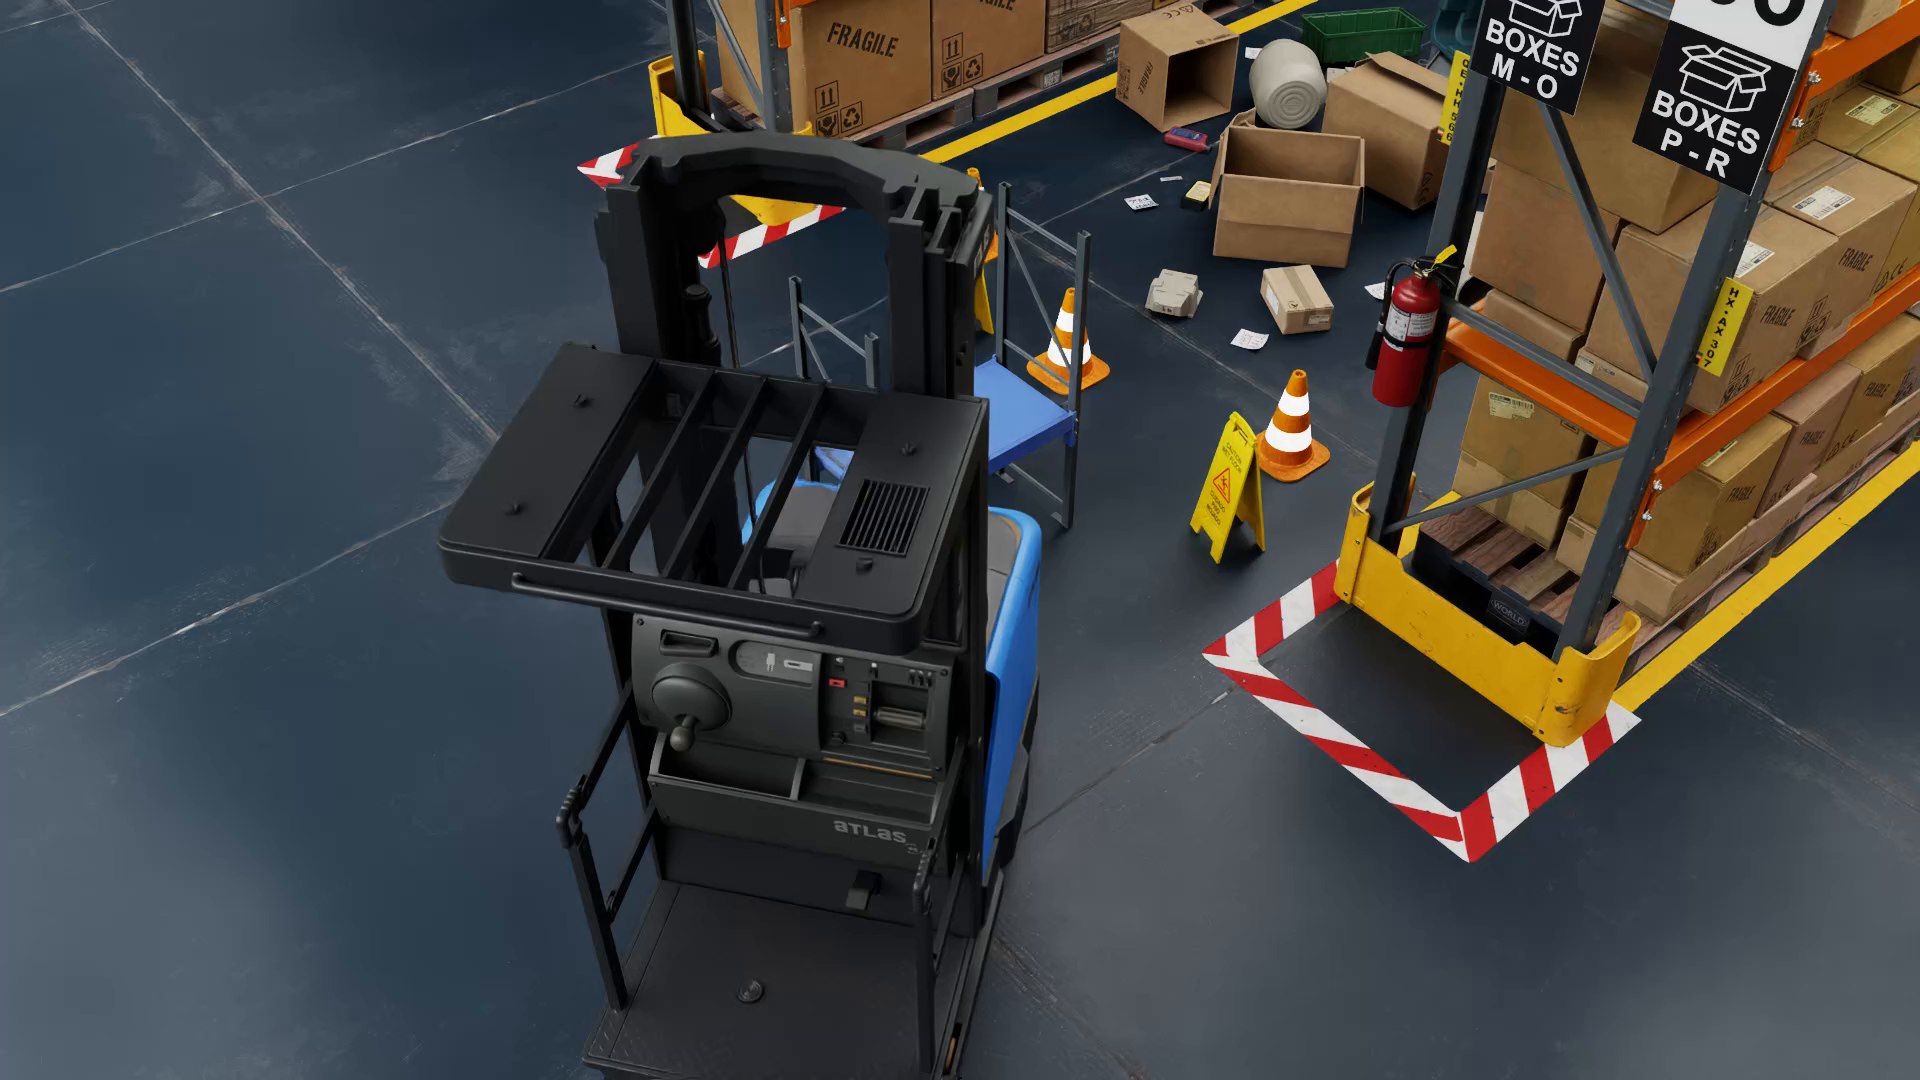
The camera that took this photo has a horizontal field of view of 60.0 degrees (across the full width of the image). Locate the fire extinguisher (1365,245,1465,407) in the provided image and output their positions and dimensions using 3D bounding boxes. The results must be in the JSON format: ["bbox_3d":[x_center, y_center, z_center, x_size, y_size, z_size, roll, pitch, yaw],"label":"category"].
[{"bbox_3d":[1.616,-0.788,5.955,0.183,0.674,0.296,-30,51,-28],"label":"fire extinguisher"}]

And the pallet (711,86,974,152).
[{"bbox_3d":[-0.690,-2.556,9.817,1.213,0.211,1.003,-30,51,-28],"label":"pallet"}]

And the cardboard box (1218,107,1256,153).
[{"bbox_3d":[1.678,-2.218,9.418,0.258,0.266,0.396,-21,47,-21],"label":"cardboard box"}]

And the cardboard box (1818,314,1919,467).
[{"bbox_3d":[3.602,-0.717,6.976,0.500,0.500,0.500,-29,50,-27],"label":"cardboard box"}]

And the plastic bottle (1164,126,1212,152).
[{"bbox_3d":[1.347,-2.327,9.683,0.283,0.061,0.133,22,47,21],"label":"plastic bottle"}]

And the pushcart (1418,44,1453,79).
[{"bbox_3d":[3.567,-2.601,9.744,1.648,0.377,0.936,22,47,21],"label":"pushcart"}]

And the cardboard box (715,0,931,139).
[{"bbox_3d":[-0.776,-2.891,9.382,0.875,0.875,0.875,-29,51,-28],"label":"cardboard box"}]

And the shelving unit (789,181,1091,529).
[{"bbox_3d":[-0.065,-0.509,6.697,1.048,1.500,0.538,-30,51,-28],"label":"shelving unit"}]

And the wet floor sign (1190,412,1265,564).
[{"bbox_3d":[1.168,-0.245,7.040,0.232,0.644,0.267,-14,45,-14],"label":"wet floor sign"}]

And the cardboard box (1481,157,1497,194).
[{"bbox_3d":[3.066,-2.154,9.350,0.258,0.266,0.396,7,44,7],"label":"cardboard box"}]

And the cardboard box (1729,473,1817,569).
[{"bbox_3d":[3.192,-0.205,6.979,0.500,0.250,0.500,-28,50,-27],"label":"cardboard box"}]

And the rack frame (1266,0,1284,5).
[{"bbox_3d":[1.815,-4.937,10.315,0.127,3.000,1.000,-30,51,-28],"label":"rack frame"}]

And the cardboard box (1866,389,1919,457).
[{"bbox_3d":[3.992,-0.672,7.476,0.500,0.250,0.500,-29,50,-27],"label":"cardboard box"}]

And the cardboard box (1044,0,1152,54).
[{"bbox_3d":[0.598,-3.678,10.220,0.875,0.875,0.875,-29,51,-28],"label":"cardboard box"}]

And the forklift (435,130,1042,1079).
[{"bbox_3d":[-0.524,0.533,4.541,1.130,2.935,3.031,9,44,9],"label":"forklift"}]

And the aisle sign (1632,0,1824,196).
[{"bbox_3d":[2.151,-1.382,4.632,0.004,0.787,0.394,-30,51,-28],"label":"aisle sign"}]

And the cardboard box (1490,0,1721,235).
[{"bbox_3d":[2.252,-1.473,5.607,0.500,0.500,0.700,-31,51,-29],"label":"cardboard box"}]

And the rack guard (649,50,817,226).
[{"bbox_3d":[-1.272,-2.258,9.289,0.348,0.500,1.175,-30,51,-28],"label":"rack guard"}]

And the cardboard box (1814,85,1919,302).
[{"bbox_3d":[3.326,-1.286,6.138,0.500,0.500,0.500,-31,51,-29],"label":"cardboard box"}]

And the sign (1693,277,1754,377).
[{"bbox_3d":[2.348,-0.655,5.125,0.005,0.325,0.100,-30,51,-28],"label":"sign"}]

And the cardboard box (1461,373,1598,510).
[{"bbox_3d":[2.447,-0.538,6.785,0.500,0.500,0.500,-29,51,-28],"label":"cardboard box"}]

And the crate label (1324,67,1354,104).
[{"bbox_3d":[2.330,-2.758,10.087,0.298,0.136,0.250,7,44,7],"label":"crate label"}]

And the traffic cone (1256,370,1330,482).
[{"bbox_3d":[1.502,-0.566,7.515,0.334,0.463,0.336,-30,51,-28],"label":"traffic cone"}]

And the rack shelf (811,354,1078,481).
[{"bbox_3d":[-0.065,-0.378,6.820,1.000,0.185,0.538,-30,51,-28],"label":"rack shelf"}]

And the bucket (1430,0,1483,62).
[{"bbox_3d":[3.190,-3.027,9.563,0.620,0.611,0.726,-6,43,-21],"label":"bucket"}]

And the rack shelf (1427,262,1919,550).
[{"bbox_3d":[3.534,-1.241,6.906,4.000,0.370,1.077,-30,51,-28],"label":"rack shelf"}]

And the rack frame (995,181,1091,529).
[{"bbox_3d":[0.325,-0.732,6.934,0.032,1.500,0.500,-30,51,-28],"label":"rack frame"}]

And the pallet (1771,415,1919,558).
[{"bbox_3d":[3.639,-0.513,7.642,1.213,0.211,1.003,-30,51,-28],"label":"pallet"}]

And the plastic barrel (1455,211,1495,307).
[{"bbox_3d":[2.613,-1.388,8.419,0.421,0.421,0.512,0,43,0],"label":"plastic barrel"}]

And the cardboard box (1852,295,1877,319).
[{"bbox_3d":[3.234,-0.985,6.291,0.250,0.149,0.380,-28,50,-27],"label":"cardboard box"}]

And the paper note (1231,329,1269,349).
[{"bbox_3d":[1.448,-1.003,8.296,0.148,0.019,0.142,22,47,21],"label":"paper note"}]

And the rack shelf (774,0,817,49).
[{"bbox_3d":[0.281,-3.796,9.626,4.000,0.370,1.077,-30,51,-28],"label":"rack shelf"}]

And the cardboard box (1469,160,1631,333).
[{"bbox_3d":[2.239,-1.153,5.996,0.500,0.500,0.500,-31,51,-29],"label":"cardboard box"}]

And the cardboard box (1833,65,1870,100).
[{"bbox_3d":[2.970,-1.970,6.135,0.500,0.500,0.700,-30,51,-28],"label":"cardboard box"}]

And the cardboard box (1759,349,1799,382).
[{"bbox_3d":[2.833,-0.766,6.058,0.250,0.149,0.380,-31,52,-29],"label":"cardboard box"}]

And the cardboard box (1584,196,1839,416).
[{"bbox_3d":[2.541,-0.832,5.655,0.500,0.500,0.500,-31,51,-28],"label":"cardboard box"}]

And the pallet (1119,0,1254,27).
[{"bbox_3d":[1.181,-3.627,10.958,1.213,0.211,1.003,-30,51,-28],"label":"pallet"}]

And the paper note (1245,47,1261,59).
[{"bbox_3d":[1.880,-3.084,10.511,0.147,0.020,0.142,7,44,7],"label":"paper note"}]

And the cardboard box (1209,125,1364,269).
[{"bbox_3d":[1.723,-1.816,8.816,0.797,0.503,0.637,7,44,7],"label":"cardboard box"}]

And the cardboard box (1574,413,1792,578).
[{"bbox_3d":[2.814,-0.269,6.499,0.500,0.500,0.500,-32,52,-29],"label":"cardboard box"}]
